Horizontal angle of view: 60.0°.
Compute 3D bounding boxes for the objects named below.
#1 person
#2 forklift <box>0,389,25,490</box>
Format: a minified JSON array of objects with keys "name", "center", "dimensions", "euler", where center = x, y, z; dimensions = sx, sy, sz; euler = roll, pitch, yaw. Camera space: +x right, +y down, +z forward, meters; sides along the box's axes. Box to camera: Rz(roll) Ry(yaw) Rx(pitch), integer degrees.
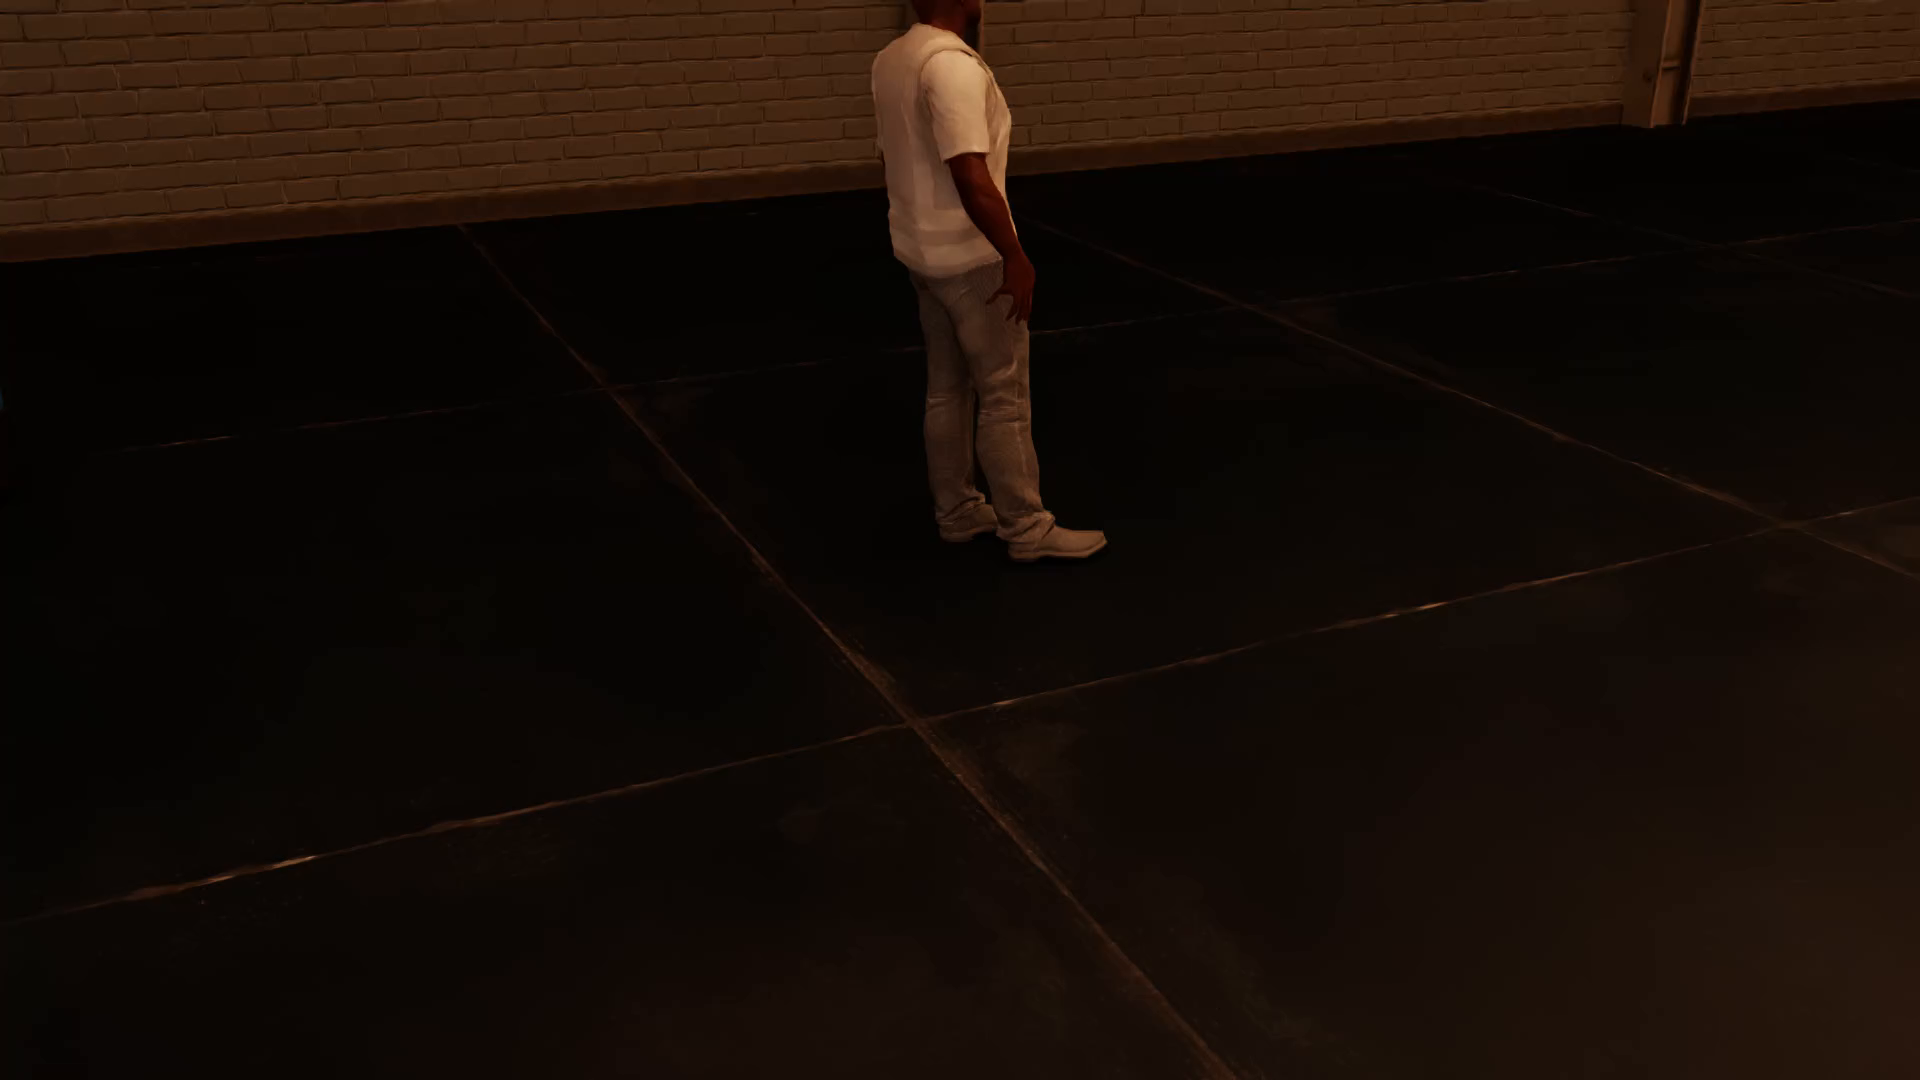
[{"name":"person","center":[0.065,-0.832,4.788],"dimensions":[0.576,1.766,0.665],"euler":[-10,25,-23]},{"name":"forklift","center":[-4.426,-1.203,4.183],"dimensions":[1.130,2.935,3.031],"euler":[21,30,41]}]
